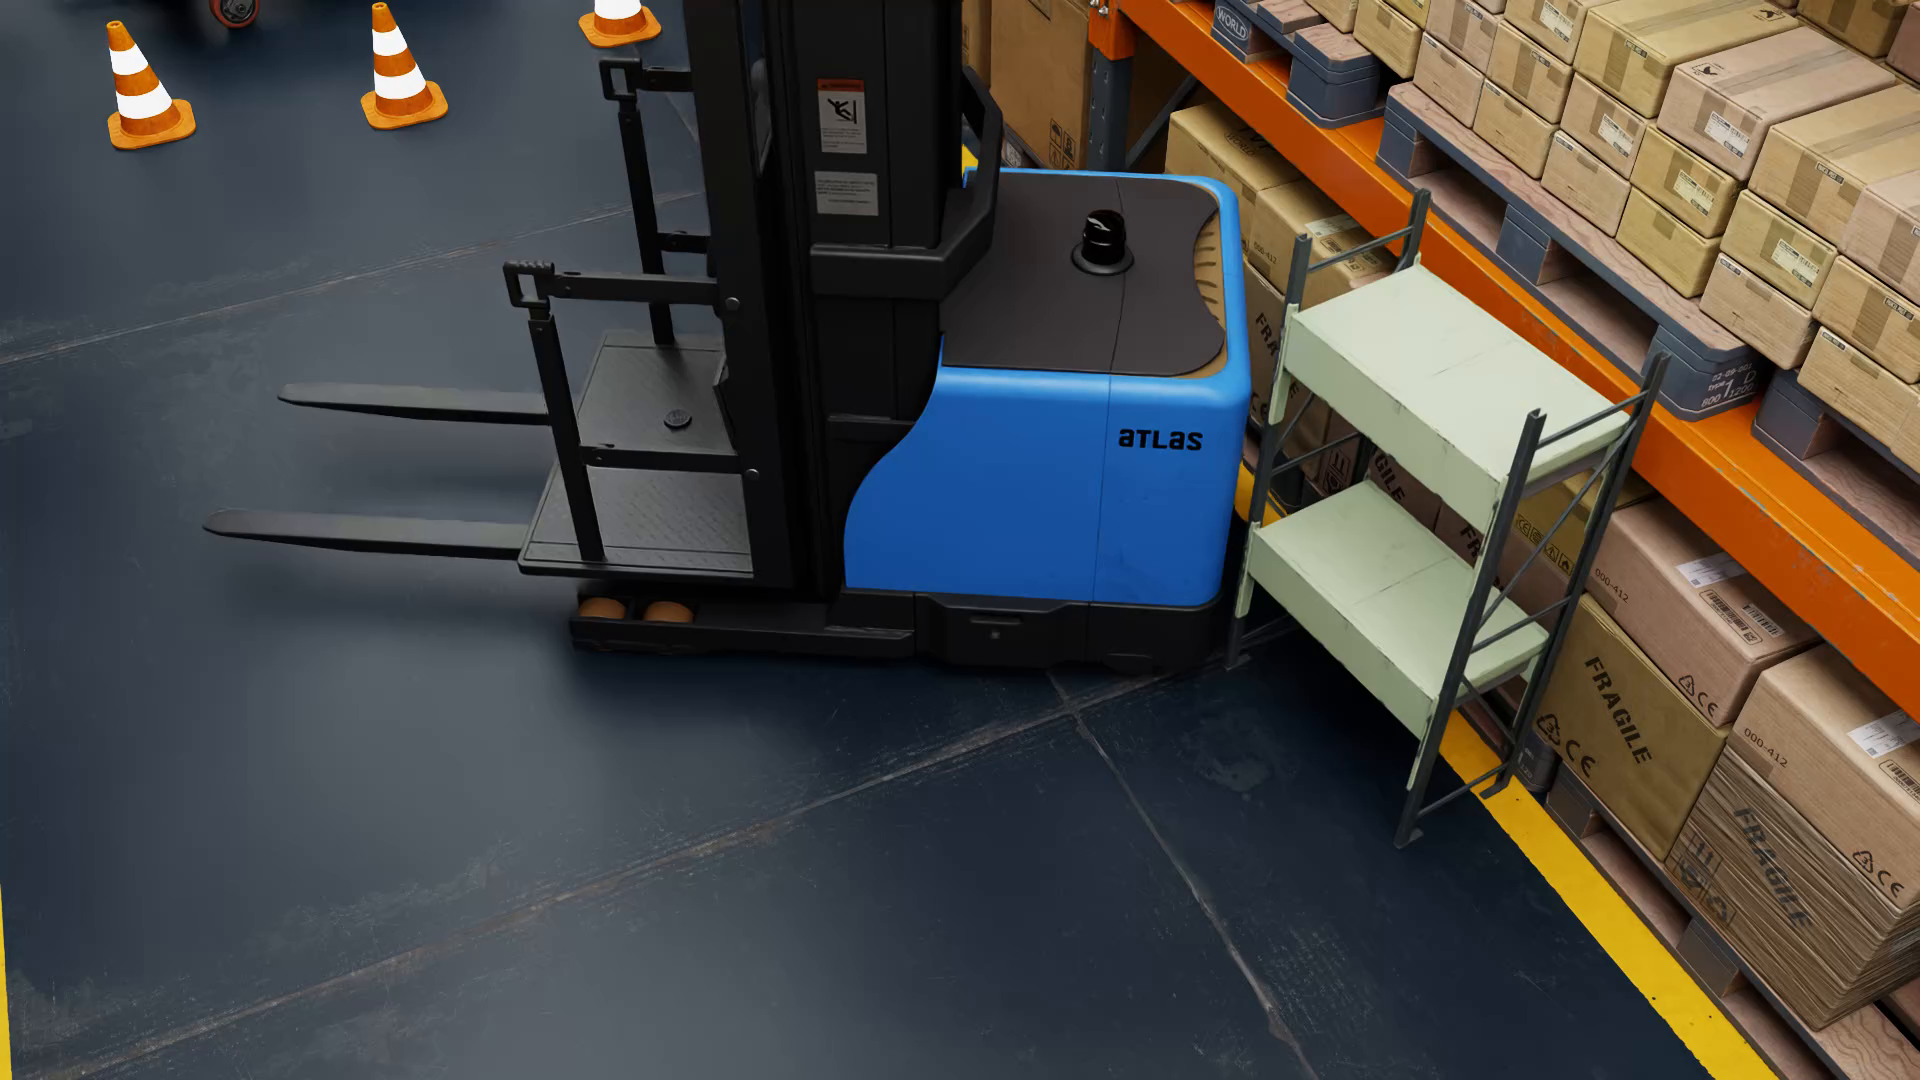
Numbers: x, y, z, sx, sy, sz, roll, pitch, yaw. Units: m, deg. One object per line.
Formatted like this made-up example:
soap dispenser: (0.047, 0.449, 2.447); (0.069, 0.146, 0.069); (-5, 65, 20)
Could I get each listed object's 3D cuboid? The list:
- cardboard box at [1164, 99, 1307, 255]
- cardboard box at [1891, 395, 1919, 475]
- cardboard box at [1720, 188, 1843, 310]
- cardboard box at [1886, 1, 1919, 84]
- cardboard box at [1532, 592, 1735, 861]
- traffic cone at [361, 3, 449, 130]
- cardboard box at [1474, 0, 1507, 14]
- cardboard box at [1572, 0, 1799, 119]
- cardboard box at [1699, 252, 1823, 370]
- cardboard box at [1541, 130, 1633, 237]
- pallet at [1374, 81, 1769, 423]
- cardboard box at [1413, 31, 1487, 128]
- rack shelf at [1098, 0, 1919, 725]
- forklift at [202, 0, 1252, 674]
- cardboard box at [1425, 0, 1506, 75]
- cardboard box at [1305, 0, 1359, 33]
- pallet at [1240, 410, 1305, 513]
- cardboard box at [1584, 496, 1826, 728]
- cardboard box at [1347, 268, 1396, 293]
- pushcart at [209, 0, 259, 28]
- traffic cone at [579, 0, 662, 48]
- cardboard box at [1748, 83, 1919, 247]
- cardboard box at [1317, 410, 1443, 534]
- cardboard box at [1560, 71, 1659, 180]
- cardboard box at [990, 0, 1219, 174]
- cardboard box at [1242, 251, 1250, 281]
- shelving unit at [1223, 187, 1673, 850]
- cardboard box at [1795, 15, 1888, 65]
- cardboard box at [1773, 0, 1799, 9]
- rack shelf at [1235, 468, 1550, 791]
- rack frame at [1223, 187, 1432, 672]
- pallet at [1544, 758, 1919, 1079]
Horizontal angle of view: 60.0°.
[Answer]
cardboard box: (0.998, -1.188, 5.265); (0.500, 0.250, 0.500); (-20, 48, -19)
cardboard box: (2.050, -0.203, 3.200); (0.380, 0.149, 0.250); (-18, 47, -18)
cardboard box: (1.822, -0.650, 3.441); (0.380, 0.149, 0.250); (-20, 48, -19)
cardboard box: (2.317, -1.106, 3.691); (0.380, 0.149, 0.250); (-16, 47, -16)
cardboard box: (1.854, 0.393, 4.197); (0.500, 0.500, 0.500); (-19, 48, -18)
traffic cone: (-2.382, -2.026, 6.974); (0.336, 0.463, 0.334); (-18, 47, -17)
cardboard box: (1.387, -1.424, 4.013); (0.380, 0.149, 0.250); (-16, 47, -16)
cardboard box: (1.602, -1.095, 3.681); (0.380, 0.149, 0.250); (-19, 48, -18)
cardboard box: (1.823, -0.538, 3.540); (0.380, 0.149, 0.250); (-20, 48, -19)
cardboard box: (1.600, -0.877, 3.883); (0.380, 0.149, 0.250); (-19, 48, -19)
pallet: (1.797, -0.855, 4.117); (1.003, 0.211, 1.213); (-18, 47, -17)
cardboard box: (1.388, -1.204, 4.215); (0.380, 0.149, 0.250); (-17, 47, -16)
rack shelf: (1.769, -0.642, 4.277); (1.077, 0.370, 4.000); (-18, 47, -17)
forklift: (-0.732, -1.071, 4.249); (3.031, 2.935, 1.130); (3, 45, 3)
cardboard box: (1.390, -1.310, 4.110); (0.380, 0.149, 0.250); (-18, 47, -17)
cardboard box: (1.159, -1.545, 4.560); (0.380, 0.149, 0.250); (-16, 47, -15)
pallet: (1.255, -0.681, 5.790); (1.003, 0.211, 1.213); (-18, 47, -17)
cardboard box: (1.863, 0.119, 3.941); (0.500, 0.250, 0.500); (-16, 47, -16)
cardboard box: (1.408, -0.546, 4.614); (0.500, 0.250, 0.500); (-18, 47, -17)
pushcart: (-3.155, -2.967, 7.988); (1.648, 0.377, 0.936); (-35, 54, -30)
traffic cone: (-1.560, -2.518, 7.472); (0.336, 0.463, 0.334); (-18, 47, -17)
cardboard box: (1.832, -0.754, 3.335); (0.380, 0.149, 0.250); (-19, 48, -19)
cardboard box: (1.428, -0.261, 4.859); (0.500, 0.500, 0.500); (-19, 48, -18)
cardboard box: (1.609, -0.980, 3.775); (0.380, 0.149, 0.250); (-16, 47, -16)
cardboard box: (0.753, -1.936, 6.379); (1.050, 0.750, 0.750); (-19, 48, -18)
cardboard box: (0.994, -0.906, 5.513); (0.500, 0.500, 0.500); (-20, 48, -19)
shelving unit: (1.138, -0.010, 4.192); (0.431, 1.500, 0.755); (-23, 49, -22)
cardboard box: (2.202, -1.172, 3.970); (0.380, 0.149, 0.250); (-19, 48, -18)
cardboard box: (2.091, -1.443, 4.033); (0.380, 0.149, 0.250); (-16, 47, -15)
rack shelf: (1.138, 0.222, 4.421); (0.431, 0.370, 0.720); (-23, 49, -22)
rack frame: (0.947, -0.229, 4.414); (0.400, 1.500, 0.023); (-23, 49, -22)
pallet: (2.281, 0.874, 4.214); (1.003, 0.211, 1.213); (-18, 47, -17)
